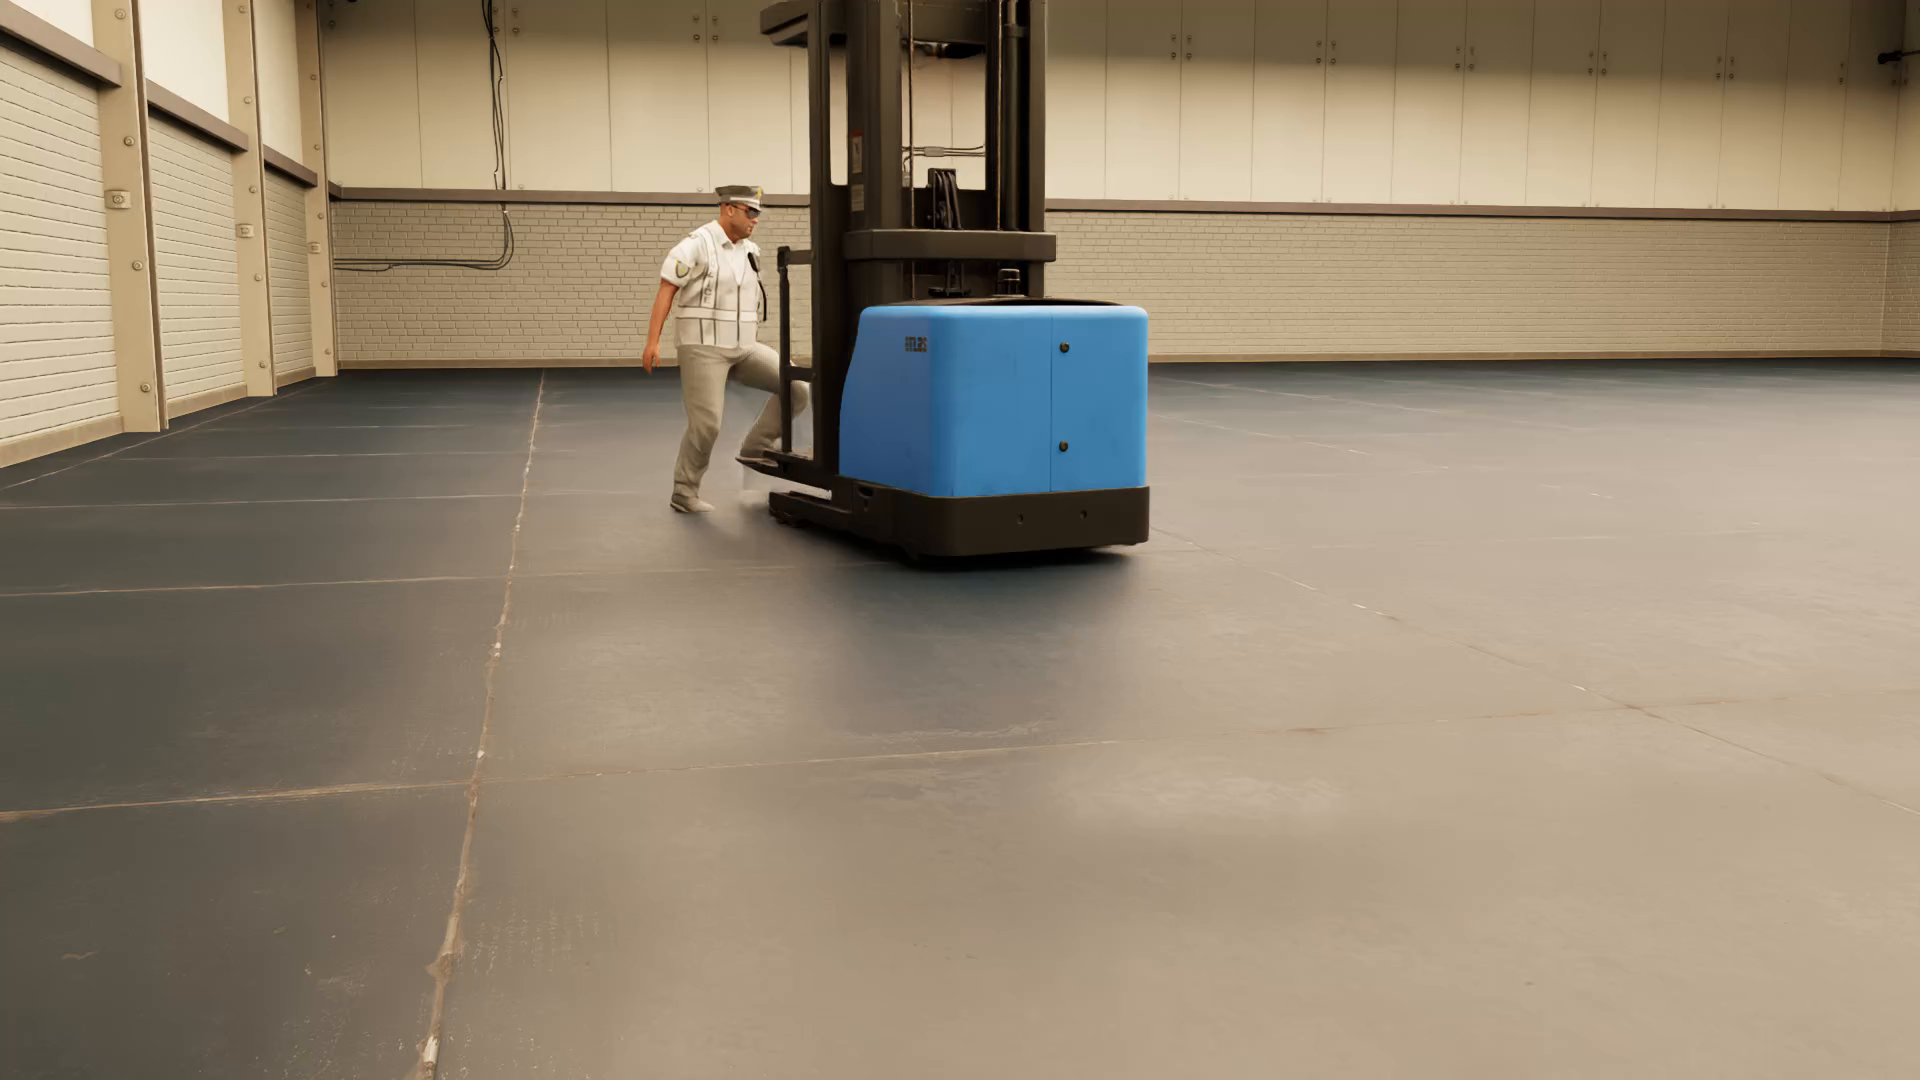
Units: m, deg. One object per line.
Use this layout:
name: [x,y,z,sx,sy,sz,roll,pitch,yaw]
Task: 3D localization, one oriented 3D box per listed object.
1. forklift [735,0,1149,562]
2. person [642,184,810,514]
forklift: [-0.296,-1.528,8.050,1.130,2.935,3.031,-4,9,-26]
person: [-1.234,-0.994,8.748,0.513,1.722,0.889,7,11,42]
